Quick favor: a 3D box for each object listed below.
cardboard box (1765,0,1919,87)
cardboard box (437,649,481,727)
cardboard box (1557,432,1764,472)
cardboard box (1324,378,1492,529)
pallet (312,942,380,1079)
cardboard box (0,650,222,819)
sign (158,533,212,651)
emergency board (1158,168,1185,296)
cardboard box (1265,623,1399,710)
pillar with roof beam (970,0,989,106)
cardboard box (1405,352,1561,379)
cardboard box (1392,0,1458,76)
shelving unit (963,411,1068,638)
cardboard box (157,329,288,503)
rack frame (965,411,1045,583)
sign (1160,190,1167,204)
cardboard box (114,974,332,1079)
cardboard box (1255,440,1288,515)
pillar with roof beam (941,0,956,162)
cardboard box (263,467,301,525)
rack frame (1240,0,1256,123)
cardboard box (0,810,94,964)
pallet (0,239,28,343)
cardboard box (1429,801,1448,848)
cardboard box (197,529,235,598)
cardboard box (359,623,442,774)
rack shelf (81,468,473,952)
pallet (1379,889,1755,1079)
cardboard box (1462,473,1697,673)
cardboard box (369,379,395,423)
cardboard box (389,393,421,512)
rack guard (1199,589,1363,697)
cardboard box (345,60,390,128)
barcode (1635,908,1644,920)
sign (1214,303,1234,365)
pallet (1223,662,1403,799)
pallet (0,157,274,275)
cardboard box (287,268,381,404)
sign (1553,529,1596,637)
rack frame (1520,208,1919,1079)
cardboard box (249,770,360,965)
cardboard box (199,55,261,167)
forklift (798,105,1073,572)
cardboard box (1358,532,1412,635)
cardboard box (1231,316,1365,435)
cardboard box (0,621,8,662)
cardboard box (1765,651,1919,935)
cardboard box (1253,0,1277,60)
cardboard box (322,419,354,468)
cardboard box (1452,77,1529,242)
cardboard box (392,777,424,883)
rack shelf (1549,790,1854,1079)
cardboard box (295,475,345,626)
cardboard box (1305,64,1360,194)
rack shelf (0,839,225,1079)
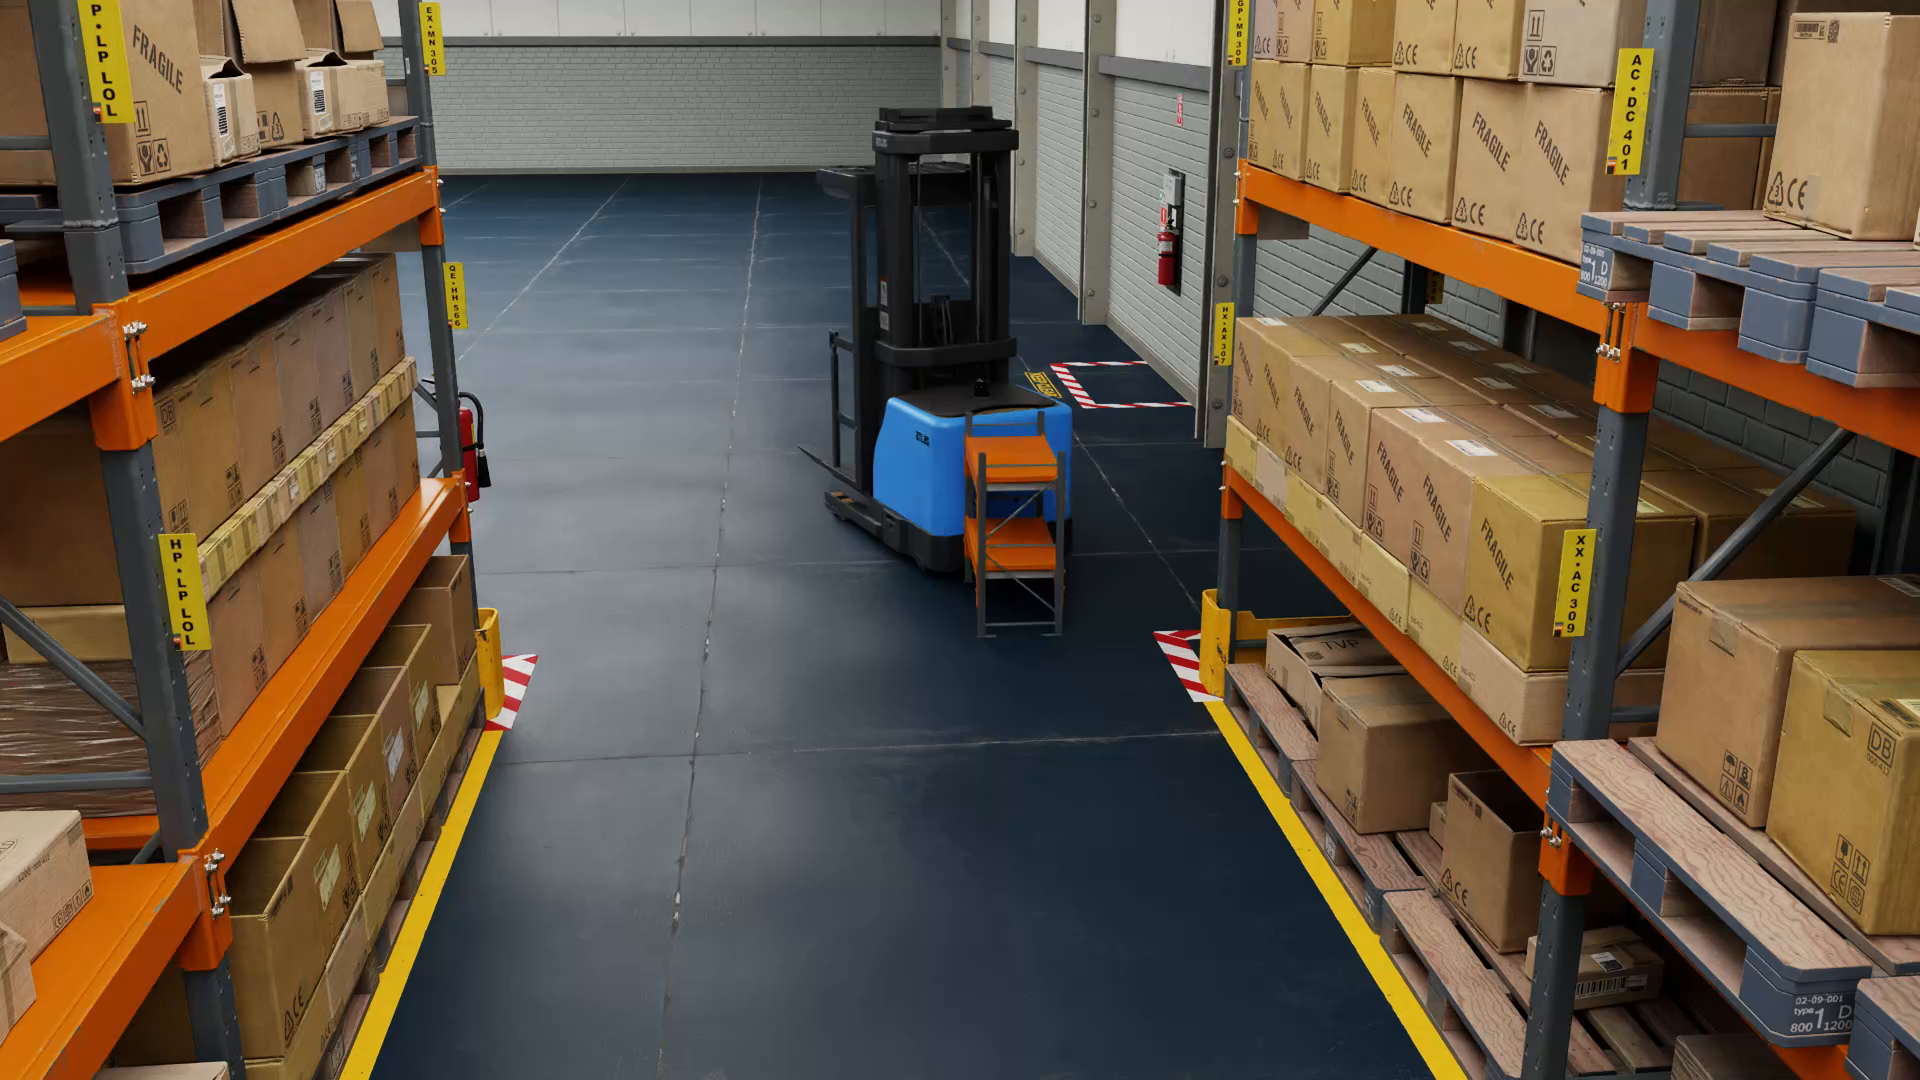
[{"bbox_3d":[2.558,-1.600,4.888,0.500,0.500,0.500,-1,17,-4],"label":"cardboard box"},{"bbox_3d":[-2.666,0.745,8.186,0.500,0.250,0.500,-2,18,-6],"label":"cardboard box"},{"bbox_3d":[2.434,-0.076,5.877,0.500,0.500,0.500,-2,18,-6],"label":"cardboard box"},{"bbox_3d":[1.815,-0.361,6.783,0.500,0.500,0.500,-1,17,-4],"label":"cardboard box"},{"bbox_3d":[-2.643,1.767,5.698,1.003,0.211,1.213,-2,18,-6],"label":"pallet"},{"bbox_3d":[-2.655,0.495,4.927,0.700,0.500,0.500,-2,18,-7],"label":"cardboard box"},{"bbox_3d":[-2.064,0.140,4.422,0.100,0.325,0.005,-2,18,-6],"label":"sign"},{"bbox_3d":[2.008,-3.015,16.272,0.194,1.169,0.643,-2,18,-6],"label":"emergency board"},{"bbox_3d":[1.893,0.610,8.479,0.500,0.311,0.500,-4,18,-12],"label":"cardboard box"},{"bbox_3d":[-3.913,-10.369,29.683,9.100,9.000,0.400,-2,18,-6],"label":"pillar with roof beam"},{"bbox_3d":[2.271,-0.529,7.320,0.500,0.500,0.500,-2,18,-7],"label":"cardboard box"},{"bbox_3d":[1.872,-1.904,5.857,0.500,0.500,0.500,-2,18,-8],"label":"cardboard box"},{"bbox_3d":[0.320,-0.117,10.173,0.538,1.125,1.048,-1,17,-4],"label":"shelving unit"},{"bbox_3d":[-2.759,-0.424,5.687,0.700,0.500,0.500,-2,18,-6],"label":"cardboard box"},{"bbox_3d":[0.284,-0.269,10.656,0.500,1.125,0.032,-1,17,-4],"label":"rack frame"},{"bbox_3d":[2.046,-3.451,16.717,0.001,0.109,0.331,-2,18,-6],"label":"sign"},{"bbox_3d":[-2.349,1.638,5.340,0.500,0.250,0.500,-2,18,-6],"label":"cardboard box"},{"bbox_3d":[1.714,-0.300,7.842,0.500,0.250,0.500,-2,18,-7],"label":"cardboard box"},{"bbox_3d":[-4.532,-12.157,35.377,9.100,9.000,0.400,-2,18,-6],"label":"pillar with roof beam"},{"bbox_3d":[-2.575,-0.153,5.906,0.380,0.149,0.250,-2,18,-7],"label":"cardboard box"},{"bbox_3d":[1.912,-3.534,7.909,1.000,3.000,0.127,-2,18,-6],"label":"rack frame"},{"bbox_3d":[-2.508,0.891,4.081,0.500,0.250,0.500,-1,17,-2],"label":"cardboard box"},{"bbox_3d":[-2.499,-0.403,3.265,0.805,0.209,1.217,-2,18,-8],"label":"pallet"},{"bbox_3d":[2.179,1.193,6.893,0.380,0.149,0.250,-3,18,-10],"label":"cardboard box"},{"bbox_3d":[-2.492,0.080,5.166,0.380,0.149,0.250,-2,18,-7],"label":"cardboard box"},{"bbox_3d":[-2.546,0.684,7.126,0.500,0.500,0.500,-2,18,-6],"label":"cardboard box"},{"bbox_3d":[-2.809,0.422,6.527,1.077,0.370,4.000,-2,18,-6],"label":"rack shelf"},{"bbox_3d":[2.220,1.652,6.064,1.003,0.211,1.213,-2,18,-6],"label":"pallet"},{"bbox_3d":[1.968,0.093,5.337,0.500,0.500,0.500,-2,18,-6],"label":"cardboard box"},{"bbox_3d":[-2.731,-0.612,7.370,0.380,0.149,0.250,-2,18,-6],"label":"cardboard box"},{"bbox_3d":[-2.980,-0.426,7.858,0.700,0.500,0.500,-2,18,-6],"label":"cardboard box"},{"bbox_3d":[1.919,0.544,9.110,1.175,0.500,0.348,-2,18,-6],"label":"rack guard"},{"bbox_3d":[-2.634,-1.809,6.739,0.500,0.250,0.500,-2,18,-6],"label":"cardboard box"},{"bbox_3d":[2.535,1.374,6.199,0.001,0.075,0.075,-2,18,-6],"label":"barcode"},{"bbox_3d":[1.372,-1.068,8.625,0.100,0.325,0.005,-2,18,-6],"label":"sign"},{"bbox_3d":[1.968,0.925,8.379,1.003,0.211,1.213,-2,18,-6],"label":"pallet"},{"bbox_3d":[-2.716,-0.968,4.892,1.003,0.211,1.213,-2,18,-6],"label":"pallet"},{"bbox_3d":[-2.915,-0.872,7.115,0.700,0.500,0.500,-2,18,-7],"label":"cardboard box"},{"bbox_3d":[1.785,0.126,4.822,0.100,0.325,0.005,-2,18,-6],"label":"sign"},{"bbox_3d":[2.324,0.520,5.012,1.000,3.000,0.127,-2,18,-6],"label":"rack frame"},{"bbox_3d":[-2.399,1.132,5.702,0.500,0.500,0.500,-2,18,-6],"label":"cardboard box"},{"bbox_3d":[-2.448,-1.300,5.018,0.500,0.311,0.500,-3,18,-9],"label":"cardboard box"},{"bbox_3d":[-0.342,-1.587,11.840,1.130,2.935,3.031,-8,19,-25],"label":"forklift"},{"bbox_3d":[1.863,0.152,6.401,0.500,0.250,0.500,-2,18,-6],"label":"cardboard box"},{"bbox_3d":[1.662,-0.816,8.233,0.500,0.500,0.500,-2,18,-6],"label":"cardboard box"},{"bbox_3d":[-2.844,0.243,4.646,0.380,0.149,0.250,-2,18,-6],"label":"cardboard box"},{"bbox_3d":[2.393,0.582,3.914,0.700,0.500,0.500,0,17,0],"label":"cardboard box"},{"bbox_3d":[1.710,-2.515,7.802,0.500,0.500,0.500,-3,18,-10],"label":"cardboard box"},{"bbox_3d":[-2.651,-0.381,6.632,0.380,0.149,0.250,-1,17,-4],"label":"cardboard box"},{"bbox_3d":[1.987,-1.262,5.481,0.500,0.500,0.500,-3,18,-10],"label":"cardboard box"},{"bbox_3d":[-2.499,1.191,6.764,0.500,0.250,0.500,-2,18,-6],"label":"cardboard box"},{"bbox_3d":[2.530,1.459,3.222,1.077,0.370,4.000,-2,18,-6],"label":"rack shelf"},{"bbox_3d":[-2.817,0.036,6.389,0.700,0.500,0.500,-1,17,-4],"label":"cardboard box"},{"bbox_3d":[1.775,-1.737,6.993,0.500,0.500,0.500,-1,17,-3],"label":"cardboard box"},{"bbox_3d":[-2.396,1.614,2.731,1.077,0.370,4.000,-2,18,-6],"label":"rack shelf"}]
